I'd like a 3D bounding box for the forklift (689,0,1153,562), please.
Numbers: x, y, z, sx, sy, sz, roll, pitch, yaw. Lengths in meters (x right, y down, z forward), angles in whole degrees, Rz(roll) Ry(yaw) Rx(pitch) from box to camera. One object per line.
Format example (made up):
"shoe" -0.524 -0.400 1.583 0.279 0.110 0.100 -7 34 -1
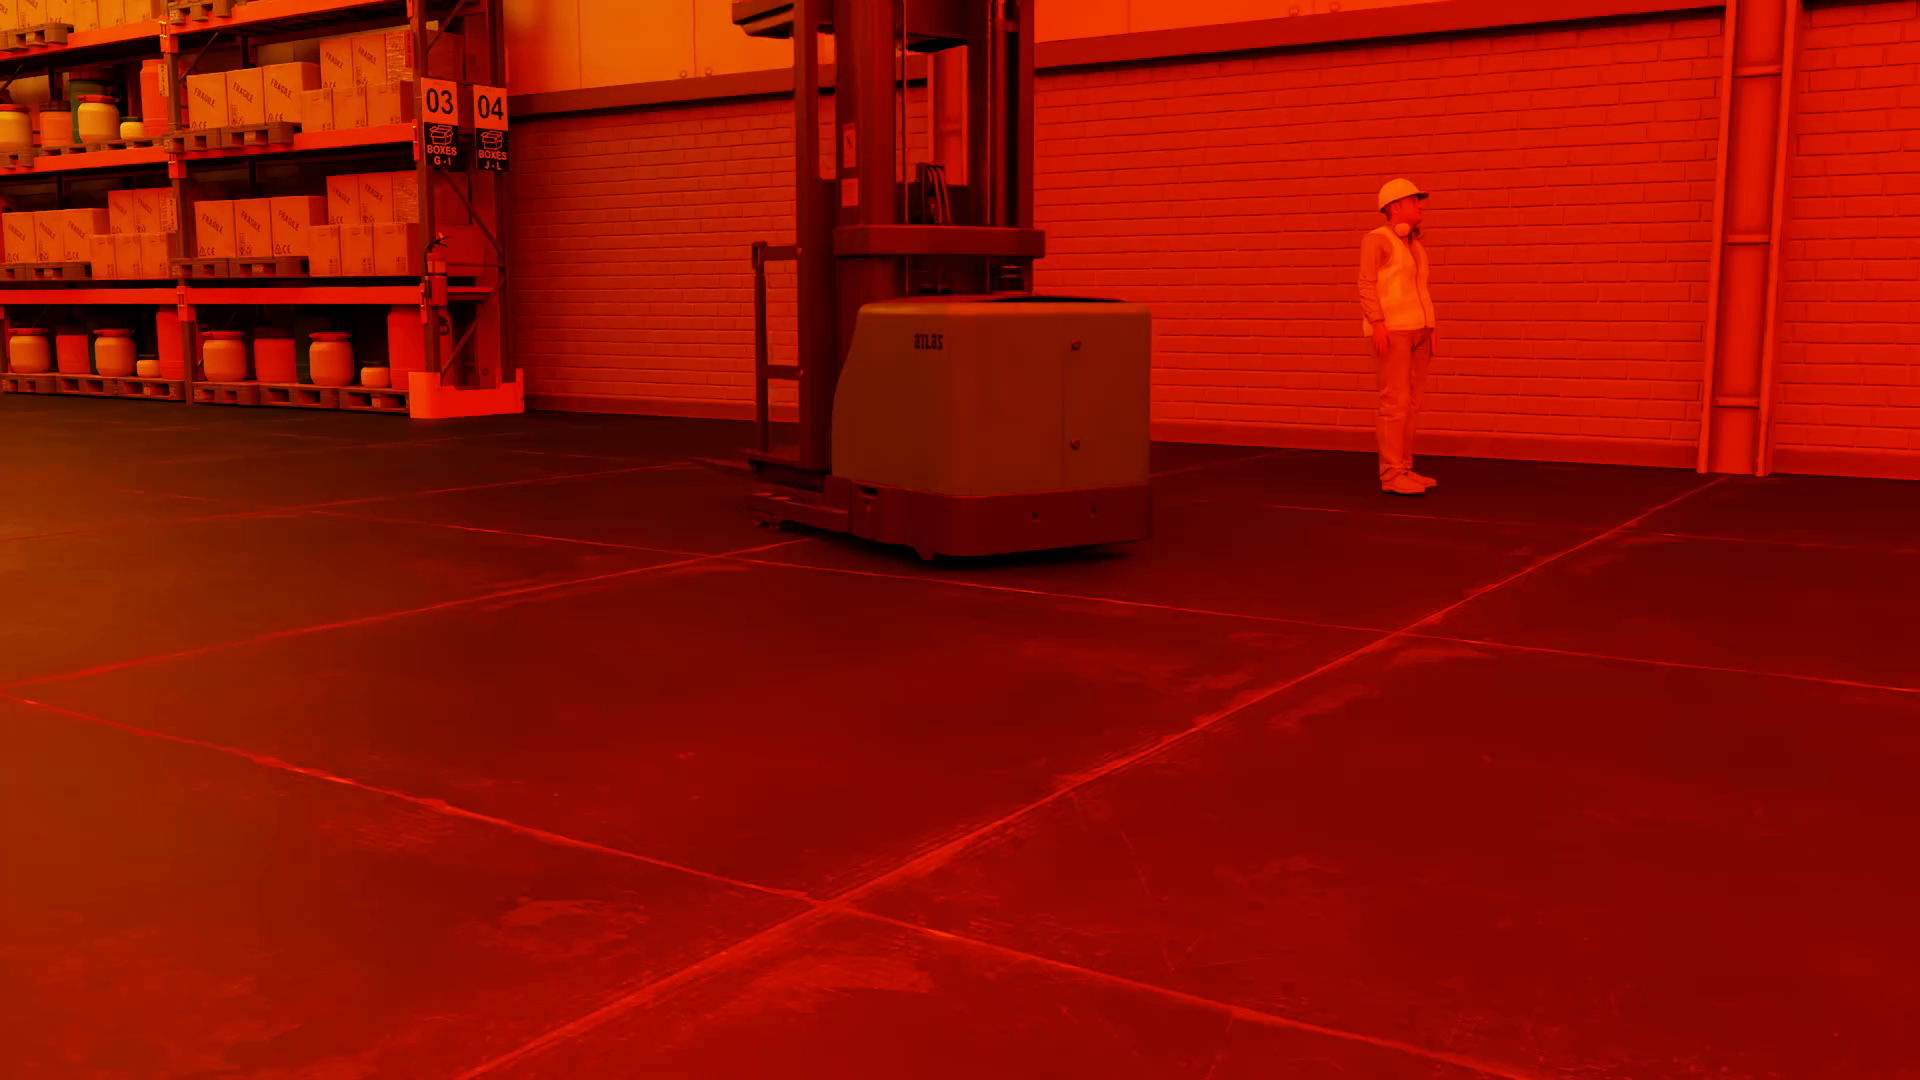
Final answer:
"forklift" -0.394 -1.527 7.932 1.130 2.935 3.031 -5 10 -33

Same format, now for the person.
"person" 2.585 -1.179 9.539 0.629 1.773 0.570 -8 11 -43
